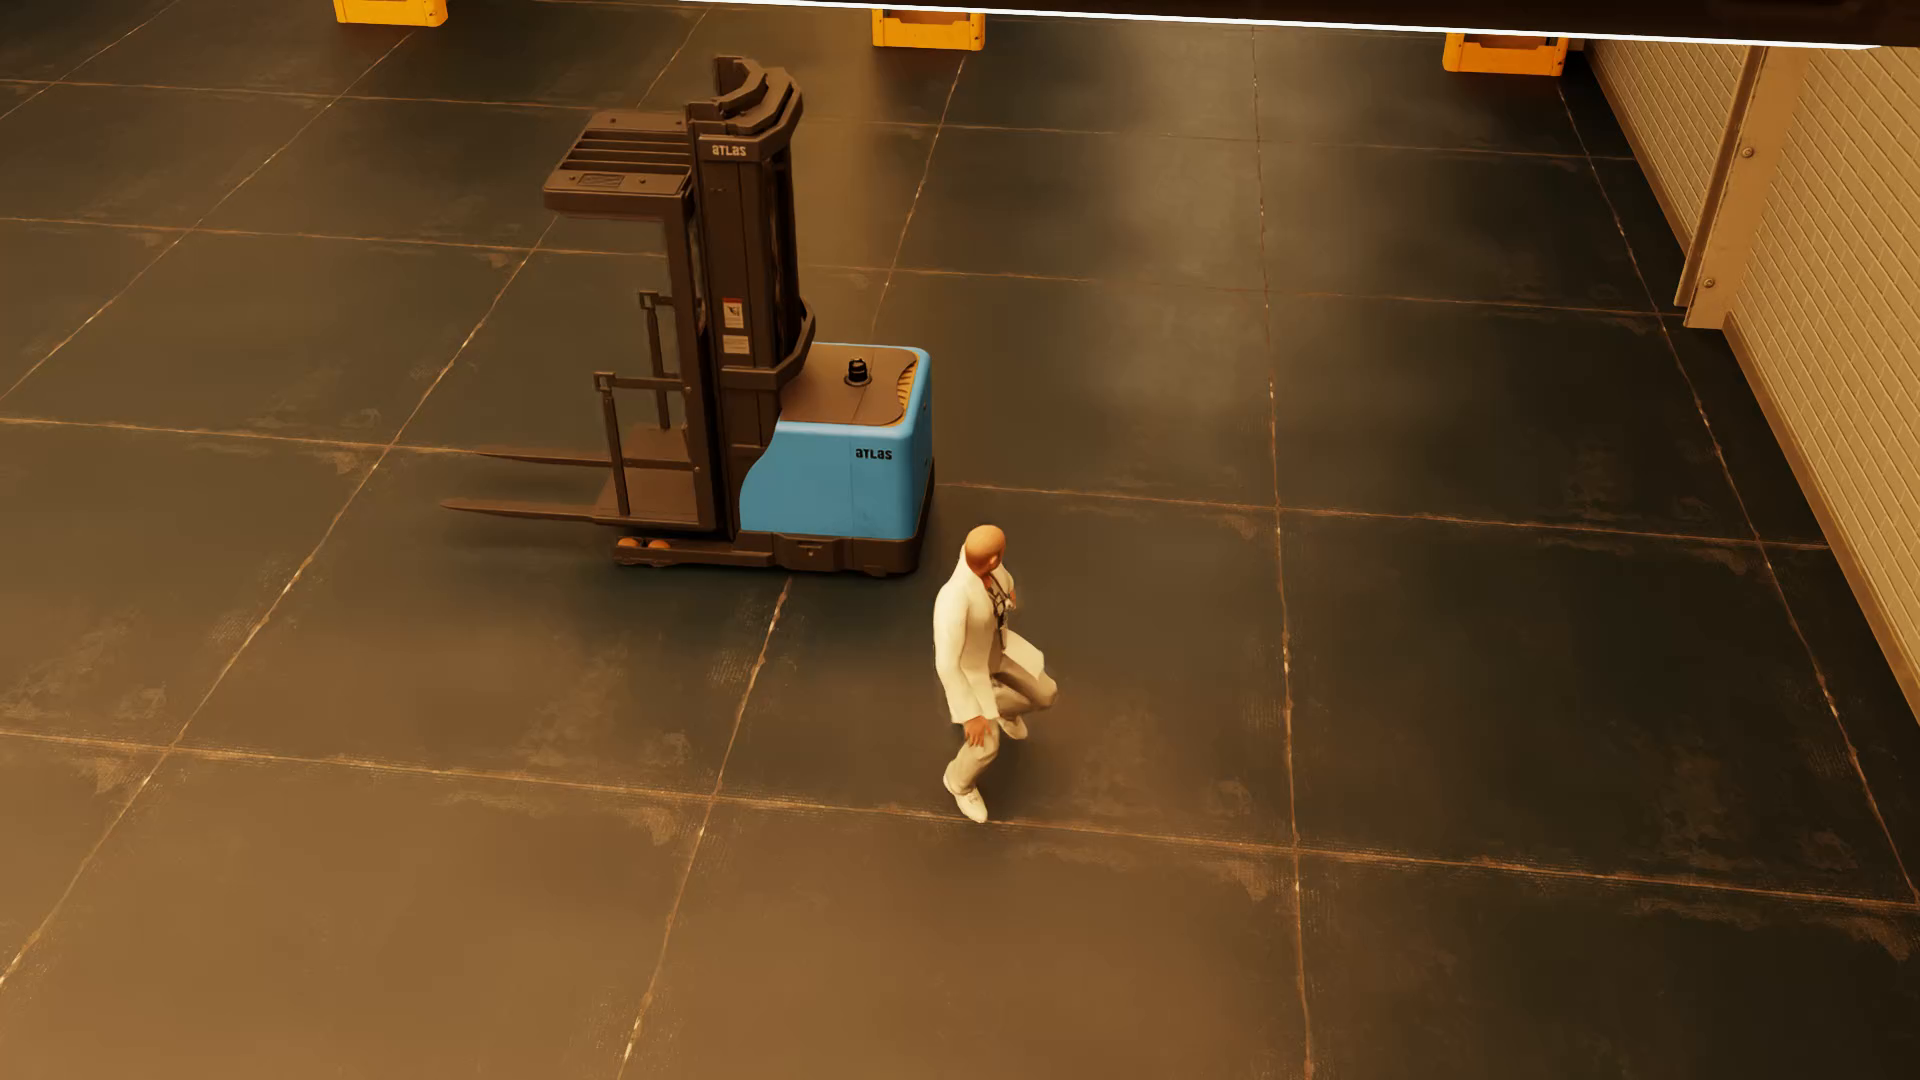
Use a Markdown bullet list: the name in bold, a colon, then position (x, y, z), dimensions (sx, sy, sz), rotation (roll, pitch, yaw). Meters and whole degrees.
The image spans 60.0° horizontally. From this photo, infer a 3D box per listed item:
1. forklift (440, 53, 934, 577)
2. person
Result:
- **forklift**: position (-1.719, -1.319, 9.819), dimensions (3.031, 2.935, 1.130), rotation (4, 37, 5)
- **person**: position (0.132, 0.597, 8.321), dimensions (0.593, 1.669, 0.922), rotation (24, 43, 29)
